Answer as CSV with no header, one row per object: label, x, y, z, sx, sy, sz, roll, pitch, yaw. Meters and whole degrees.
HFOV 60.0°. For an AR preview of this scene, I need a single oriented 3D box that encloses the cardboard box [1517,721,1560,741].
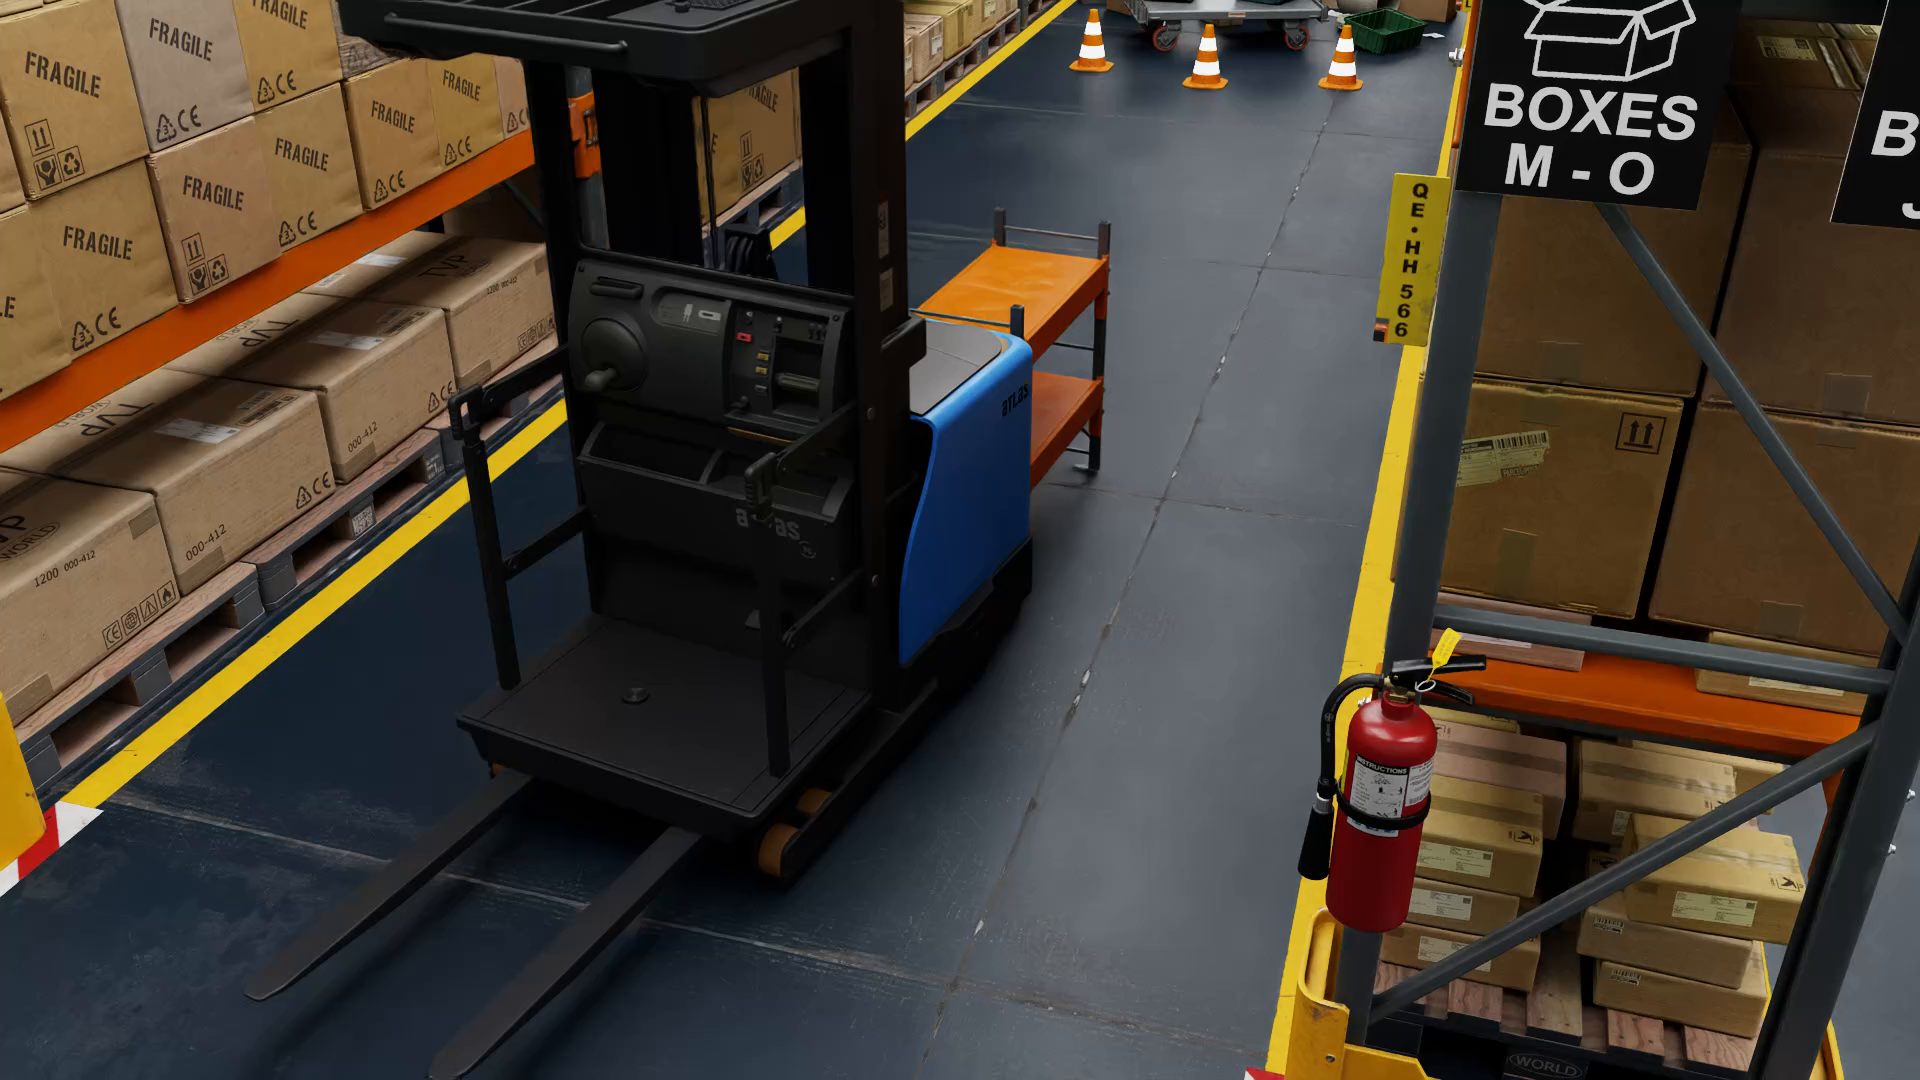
cardboard box,1.568,0.514,4.936,0.380,0.149,0.250,8,30,14

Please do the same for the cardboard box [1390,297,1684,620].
cardboard box,1.244,-0.200,3.615,0.500,0.500,0.500,9,30,16

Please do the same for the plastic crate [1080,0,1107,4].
plastic crate,1.363,-5.354,16.291,0.402,0.080,0.583,-1,29,-3

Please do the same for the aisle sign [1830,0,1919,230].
aisle sign,1.623,-0.840,2.501,0.394,0.787,0.004,8,30,15

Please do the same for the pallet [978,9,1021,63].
pallet,-0.109,-4.436,14.508,1.003,0.211,1.213,8,30,15

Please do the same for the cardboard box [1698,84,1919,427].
cardboard box,1.743,-0.562,3.238,0.500,0.500,0.500,8,30,15

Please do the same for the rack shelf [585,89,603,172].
rack shelf,-1.643,-2.914,9.643,1.077,0.370,4.000,8,30,15

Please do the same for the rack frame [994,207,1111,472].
rack frame,0.378,-0.842,7.107,0.500,1.125,0.032,11,31,19

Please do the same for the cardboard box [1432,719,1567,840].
cardboard box,1.399,0.631,4.419,0.380,0.149,0.250,9,30,16

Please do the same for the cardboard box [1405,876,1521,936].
cardboard box,1.240,0.865,4.303,0.380,0.149,0.250,8,30,14

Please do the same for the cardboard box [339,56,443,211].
cardboard box,-2.401,-1.615,6.465,0.500,0.500,0.500,8,30,14

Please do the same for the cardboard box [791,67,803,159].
cardboard box,-1.338,-3.104,10.998,0.875,0.875,0.875,8,30,14

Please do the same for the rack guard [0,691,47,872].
rack guard,-3.411,0.663,5.043,1.175,0.500,0.348,8,30,15

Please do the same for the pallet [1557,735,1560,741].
pallet,2.012,0.465,5.697,1.003,0.211,1.213,8,30,15

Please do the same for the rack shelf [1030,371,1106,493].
rack shelf,0.185,-0.400,6.815,0.538,0.278,1.000,11,31,19

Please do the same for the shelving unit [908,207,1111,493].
shelving unit,0.185,-0.614,6.696,0.538,1.125,1.048,11,31,19

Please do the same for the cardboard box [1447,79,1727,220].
cardboard box,1.403,-0.875,3.800,0.500,0.500,0.500,7,30,13

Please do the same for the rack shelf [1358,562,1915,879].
rack shelf,1.945,-0.396,5.116,1.077,0.370,4.000,8,30,15

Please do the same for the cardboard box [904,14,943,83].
cardboard box,-0.671,-3.798,12.764,0.950,0.372,0.625,8,30,14

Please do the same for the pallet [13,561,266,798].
pallet,-3.244,0.396,5.822,1.003,0.211,1.213,8,30,15

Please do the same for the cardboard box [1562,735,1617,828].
cardboard box,1.878,0.699,4.602,0.380,0.149,0.250,9,30,16

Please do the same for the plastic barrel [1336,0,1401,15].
plastic barrel,3.747,-4.978,15.263,0.421,0.421,0.512,-17,34,-28

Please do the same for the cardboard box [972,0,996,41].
cardboard box,-0.241,-4.473,13.977,0.950,0.372,0.625,10,31,18

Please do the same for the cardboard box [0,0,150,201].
cardboard box,-2.846,-1.344,4.950,0.500,0.500,0.500,8,30,14

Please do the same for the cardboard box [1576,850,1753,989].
cardboard box,1.757,0.945,4.161,0.380,0.149,0.250,10,31,17

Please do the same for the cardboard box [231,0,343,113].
cardboard box,-2.557,-1.817,5.799,0.500,0.500,0.500,9,30,15

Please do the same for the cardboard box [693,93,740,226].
cardboard box,-1.867,-2.275,9.507,0.875,0.875,0.875,9,30,16

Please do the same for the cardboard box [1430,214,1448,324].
cardboard box,1.539,-0.676,4.470,0.500,0.500,0.500,9,30,15

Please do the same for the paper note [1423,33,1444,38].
paper note,4.212,-4.502,14.811,0.147,0.020,0.142,-12,31,-20

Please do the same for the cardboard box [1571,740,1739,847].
cardboard box,1.802,0.681,4.329,0.380,0.149,0.250,9,30,16

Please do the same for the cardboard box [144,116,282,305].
cardboard box,-2.700,-1.139,5.609,0.500,0.500,0.500,8,30,15

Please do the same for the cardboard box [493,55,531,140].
cardboard box,-2.122,-2.091,7.320,0.500,0.500,0.500,9,30,15

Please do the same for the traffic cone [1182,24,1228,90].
traffic cone,1.964,-3.855,13.203,0.336,0.463,0.334,8,30,15

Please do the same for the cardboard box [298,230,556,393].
cardboard box,-2.517,-1.086,7.821,0.875,0.438,0.875,8,30,14

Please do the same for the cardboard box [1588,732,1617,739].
cardboard box,1.992,0.455,4.735,0.380,0.149,0.250,7,30,12

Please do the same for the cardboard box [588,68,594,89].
cardboard box,-1.848,-2.400,8.134,0.500,0.250,0.500,8,30,14

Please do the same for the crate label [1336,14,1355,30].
crate label,3.545,-4.646,14.961,0.298,0.136,0.250,-12,31,-20

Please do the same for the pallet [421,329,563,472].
pallet,-2.528,-0.738,7.860,1.003,0.211,1.213,8,30,15

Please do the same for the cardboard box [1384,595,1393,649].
cardboard box,1.516,0.248,5.107,0.380,0.149,0.250,10,31,17

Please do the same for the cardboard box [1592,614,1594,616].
cardboard box,1.292,0.027,3.875,0.380,0.149,0.250,8,30,15

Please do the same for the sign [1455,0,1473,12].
sign,2.000,-2.223,6.470,0.100,0.325,0.005,8,30,15

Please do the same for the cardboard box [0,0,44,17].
cardboard box,-2.840,-1.566,4.681,0.380,0.149,0.250,9,30,16

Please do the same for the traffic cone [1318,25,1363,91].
traffic cone,3.043,-3.841,13.179,0.336,0.463,0.334,8,30,15

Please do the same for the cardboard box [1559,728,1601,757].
cardboard box,2.046,0.599,5.089,0.380,0.149,0.250,9,30,15

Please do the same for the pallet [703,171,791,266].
pallet,-1.719,-2.019,10.162,1.003,0.211,1.213,8,30,15

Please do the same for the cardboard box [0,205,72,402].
cardboard box,-2.989,-0.666,4.759,0.500,0.500,0.500,8,30,14

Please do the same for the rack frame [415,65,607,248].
rack frame,-2.230,-2.299,7.797,1.000,3.000,0.127,8,30,15

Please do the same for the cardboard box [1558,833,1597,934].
cardboard box,1.816,0.950,4.457,0.380,0.149,0.250,8,30,15

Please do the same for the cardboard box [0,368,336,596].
cardboard box,-3.045,-0.252,6.320,0.875,0.438,0.875,9,30,16

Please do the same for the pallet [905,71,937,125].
pallet,-0.825,-3.302,12.469,1.003,0.211,1.213,8,30,15

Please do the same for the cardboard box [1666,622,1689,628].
cardboard box,1.801,0.101,3.741,0.380,0.149,0.250,10,30,17

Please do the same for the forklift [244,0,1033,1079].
forklift,-0.843,-0.519,4.668,1.130,2.935,3.031,14,32,23

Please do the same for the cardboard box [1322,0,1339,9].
cardboard box,3.624,-5.224,15.868,0.396,0.266,0.258,14,32,23

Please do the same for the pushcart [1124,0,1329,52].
pushcart,2.313,-4.569,14.575,1.648,0.377,0.936,-1,29,-3

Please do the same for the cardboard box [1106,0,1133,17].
cardboard box,1.734,-5.229,15.634,0.500,0.500,0.500,-17,34,-28

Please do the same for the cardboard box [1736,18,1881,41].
cardboard box,2.059,-1.036,4.090,0.500,0.500,0.500,8,30,14
